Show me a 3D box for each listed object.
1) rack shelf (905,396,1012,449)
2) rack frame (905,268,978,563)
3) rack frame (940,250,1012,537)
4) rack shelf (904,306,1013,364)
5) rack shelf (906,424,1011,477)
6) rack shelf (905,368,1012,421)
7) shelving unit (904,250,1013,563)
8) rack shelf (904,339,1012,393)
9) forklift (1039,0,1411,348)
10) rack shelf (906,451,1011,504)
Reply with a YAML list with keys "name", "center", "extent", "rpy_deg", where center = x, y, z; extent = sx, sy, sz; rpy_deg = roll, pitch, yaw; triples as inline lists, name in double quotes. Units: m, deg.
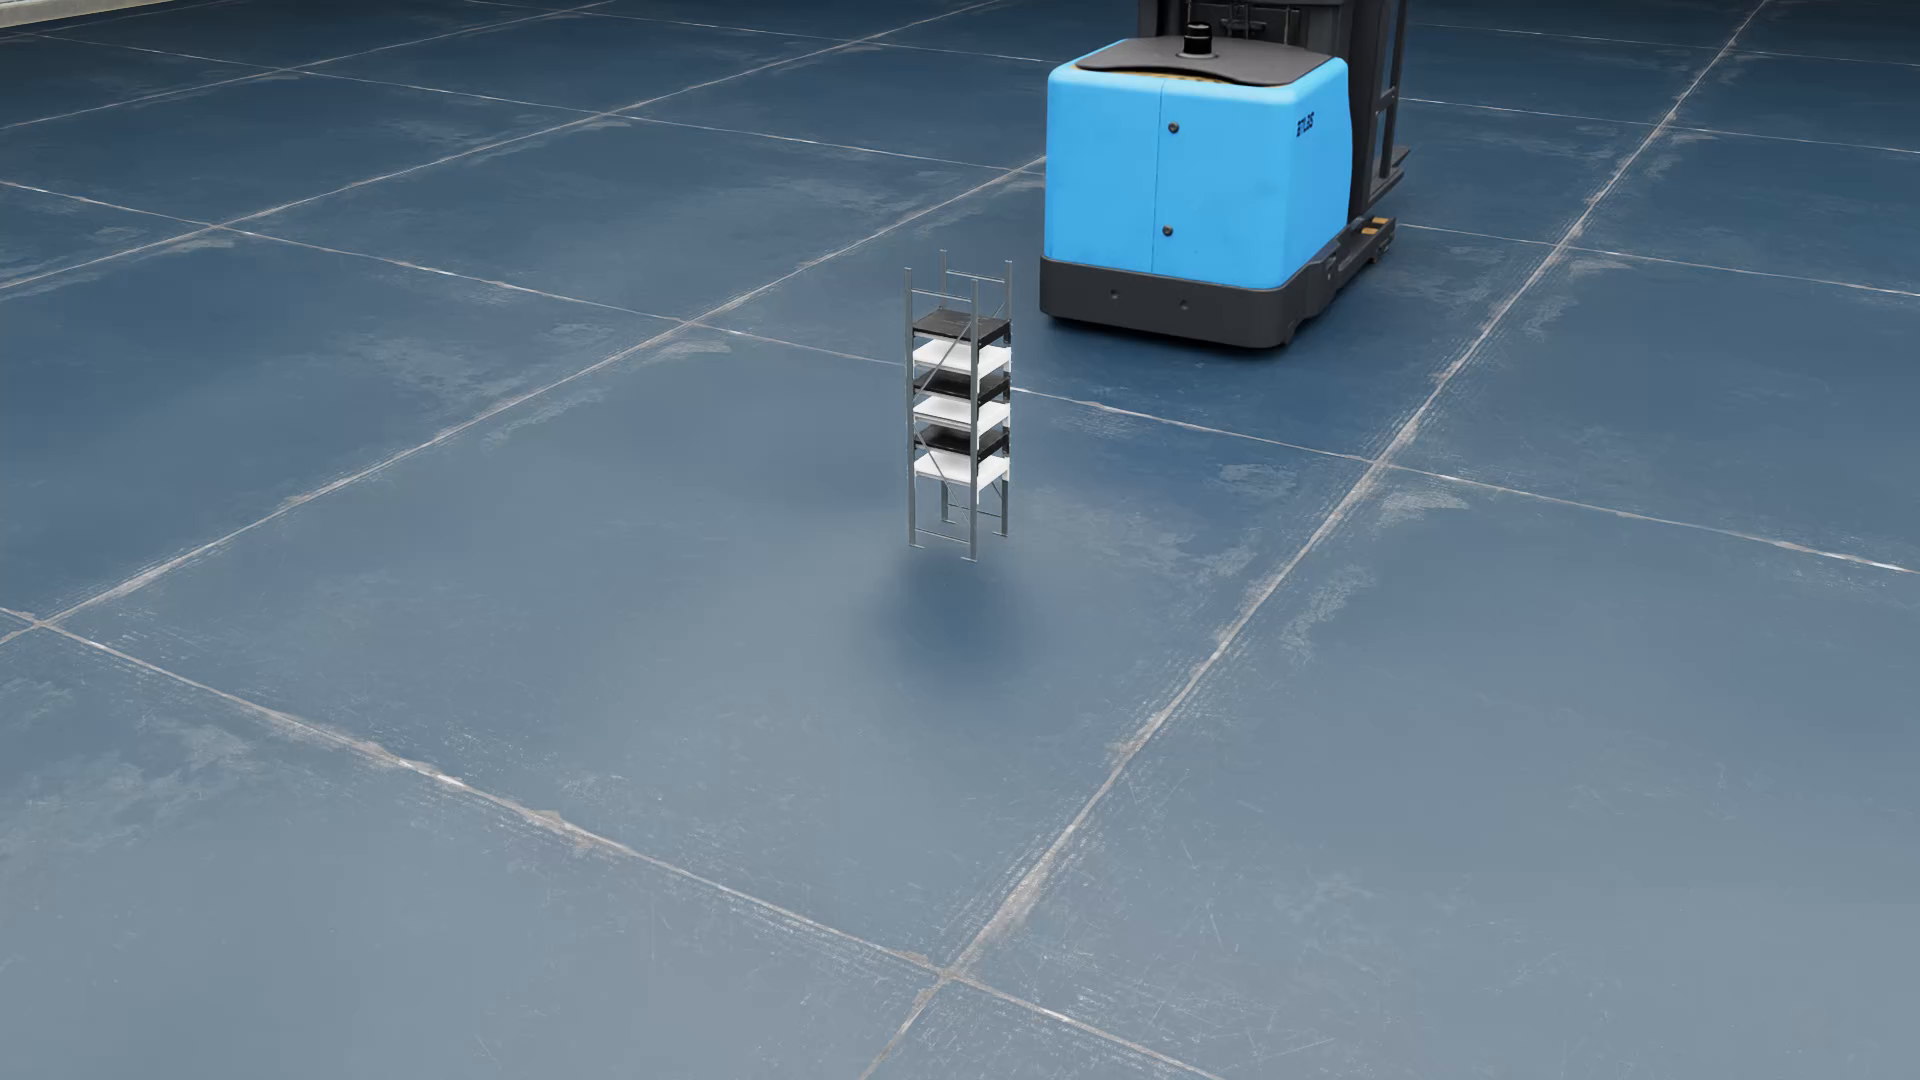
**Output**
- name: "rack shelf"
  center: [-0.004, -0.369, 5.057]
  extent: [0.258, 0.077, 0.200]
  rpy_deg: [14, 30, 26]
- name: "rack frame"
  center: [-0.054, -0.360, 4.963]
  extent: [0.240, 0.900, 0.006]
  rpy_deg: [14, 30, 26]
- name: "rack frame"
  center: [0.046, -0.439, 5.121]
  extent: [0.240, 0.900, 0.006]
  rpy_deg: [14, 30, 26]
- name: "rack shelf"
  center: [-0.004, -0.611, 4.936]
  extent: [0.258, 0.077, 0.200]
  rpy_deg: [14, 30, 26]
- name: "rack shelf"
  center: [-0.004, -0.289, 5.097]
  extent: [0.258, 0.077, 0.200]
  rpy_deg: [14, 30, 26]
- name: "rack shelf"
  center: [-0.004, -0.450, 5.017]
  extent: [0.258, 0.077, 0.200]
  rpy_deg: [14, 30, 26]
- name: "shelving unit"
  center: [-0.004, -0.399, 5.042]
  extent: [0.258, 0.900, 0.210]
  rpy_deg: [14, 30, 26]
- name: "rack shelf"
  center: [-0.004, -0.530, 4.977]
  extent: [0.258, 0.077, 0.200]
  rpy_deg: [14, 30, 26]
- name: "forklift"
  center: [1.450, -2.702, 7.374]
  extent: [1.130, 2.935, 3.031]
  rpy_deg: [13, 29, 24]
- name: "rack shelf"
  center: [-0.004, -0.208, 5.138]
  extent: [0.258, 0.077, 0.200]
  rpy_deg: [14, 30, 26]
